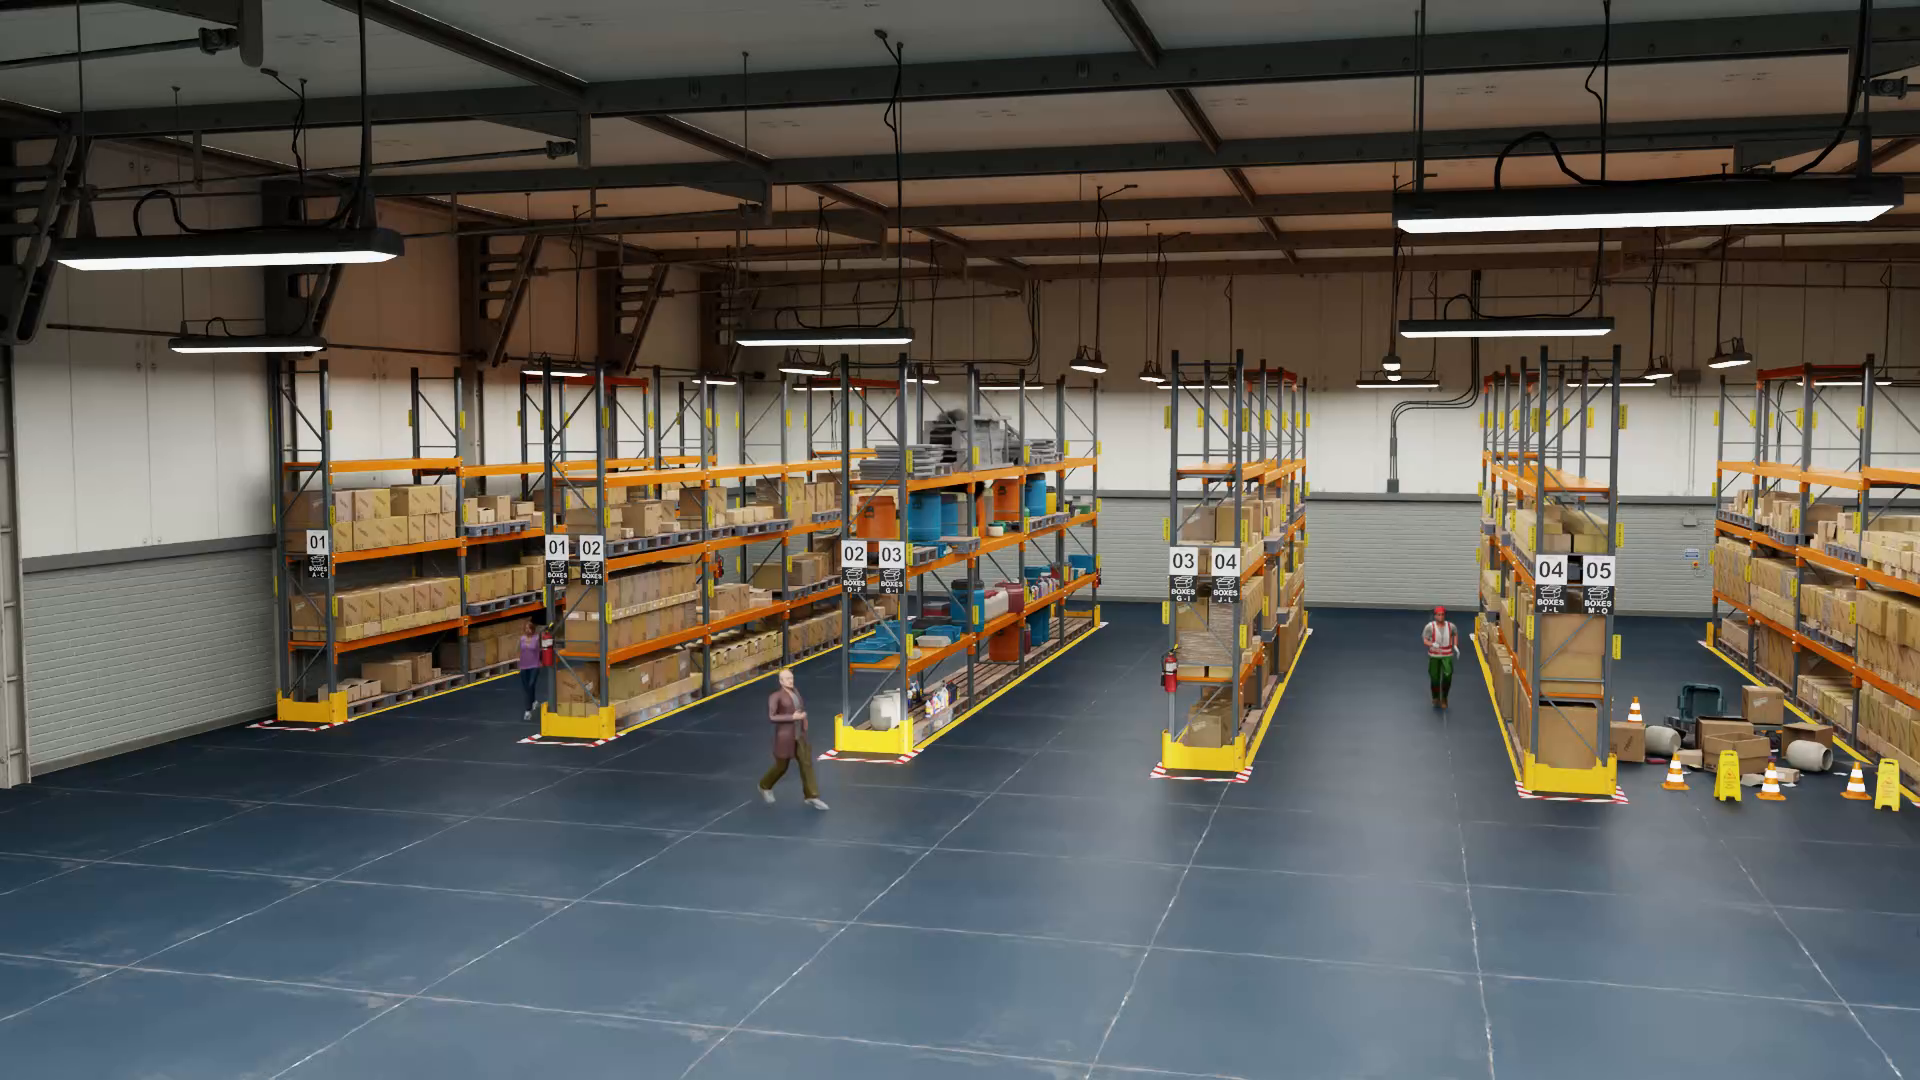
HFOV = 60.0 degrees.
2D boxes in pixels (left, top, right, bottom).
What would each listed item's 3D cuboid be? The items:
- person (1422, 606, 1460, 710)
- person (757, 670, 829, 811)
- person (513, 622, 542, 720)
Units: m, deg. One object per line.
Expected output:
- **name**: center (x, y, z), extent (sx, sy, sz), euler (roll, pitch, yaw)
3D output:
- **person**: center (8.335, 2.041, 28.807), extent (0.643, 1.796, 0.805), euler (1, 4, 11)
- **person**: center (-2.164, 2.553, 21.449), extent (1.115, 1.758, 0.731), euler (4, 6, 42)
- **person**: center (-7.234, 2.166, 27.966), extent (0.539, 1.592, 0.854), euler (0, 4, 2)
